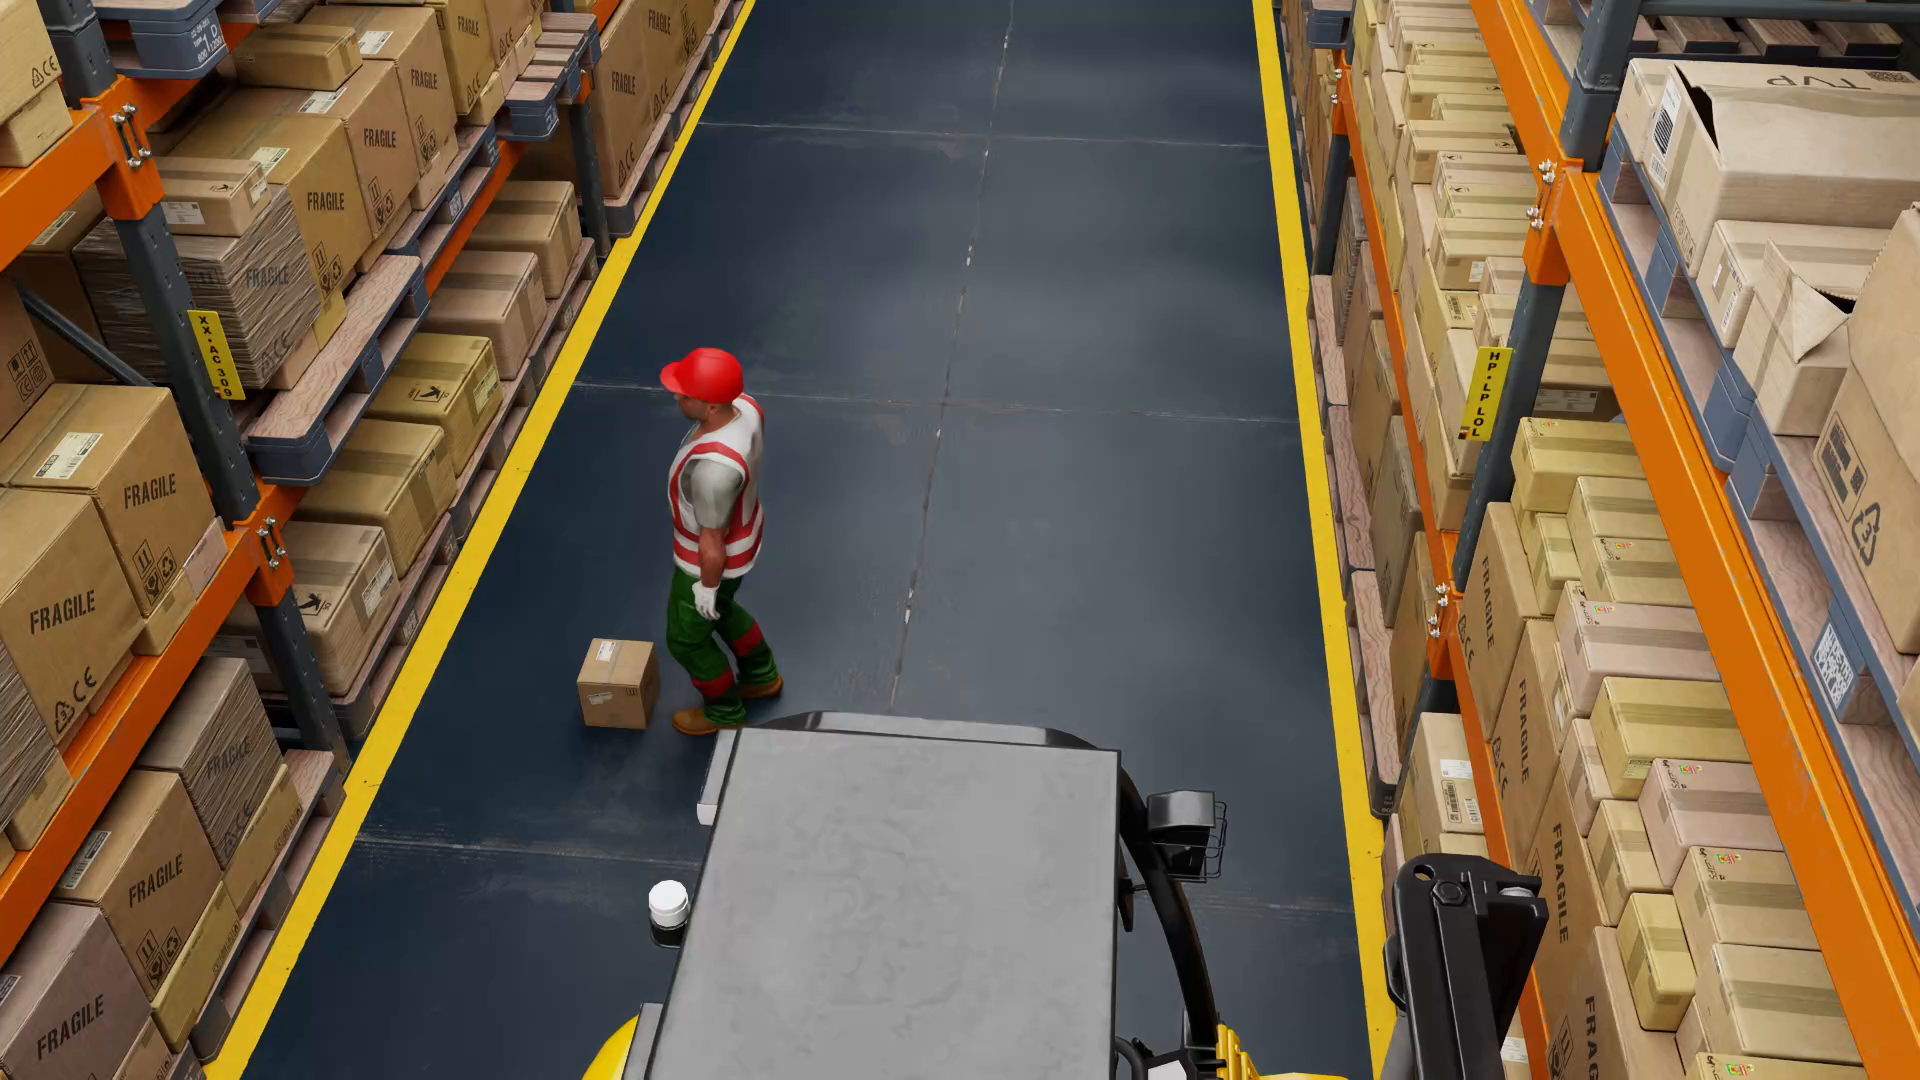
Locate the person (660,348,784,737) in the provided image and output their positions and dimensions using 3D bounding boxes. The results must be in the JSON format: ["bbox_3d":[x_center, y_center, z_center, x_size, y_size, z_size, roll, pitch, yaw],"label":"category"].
[{"bbox_3d":[-0.925,0.054,6.141,0.446,1.823,0.527,4,40,5],"label":"person"}]
